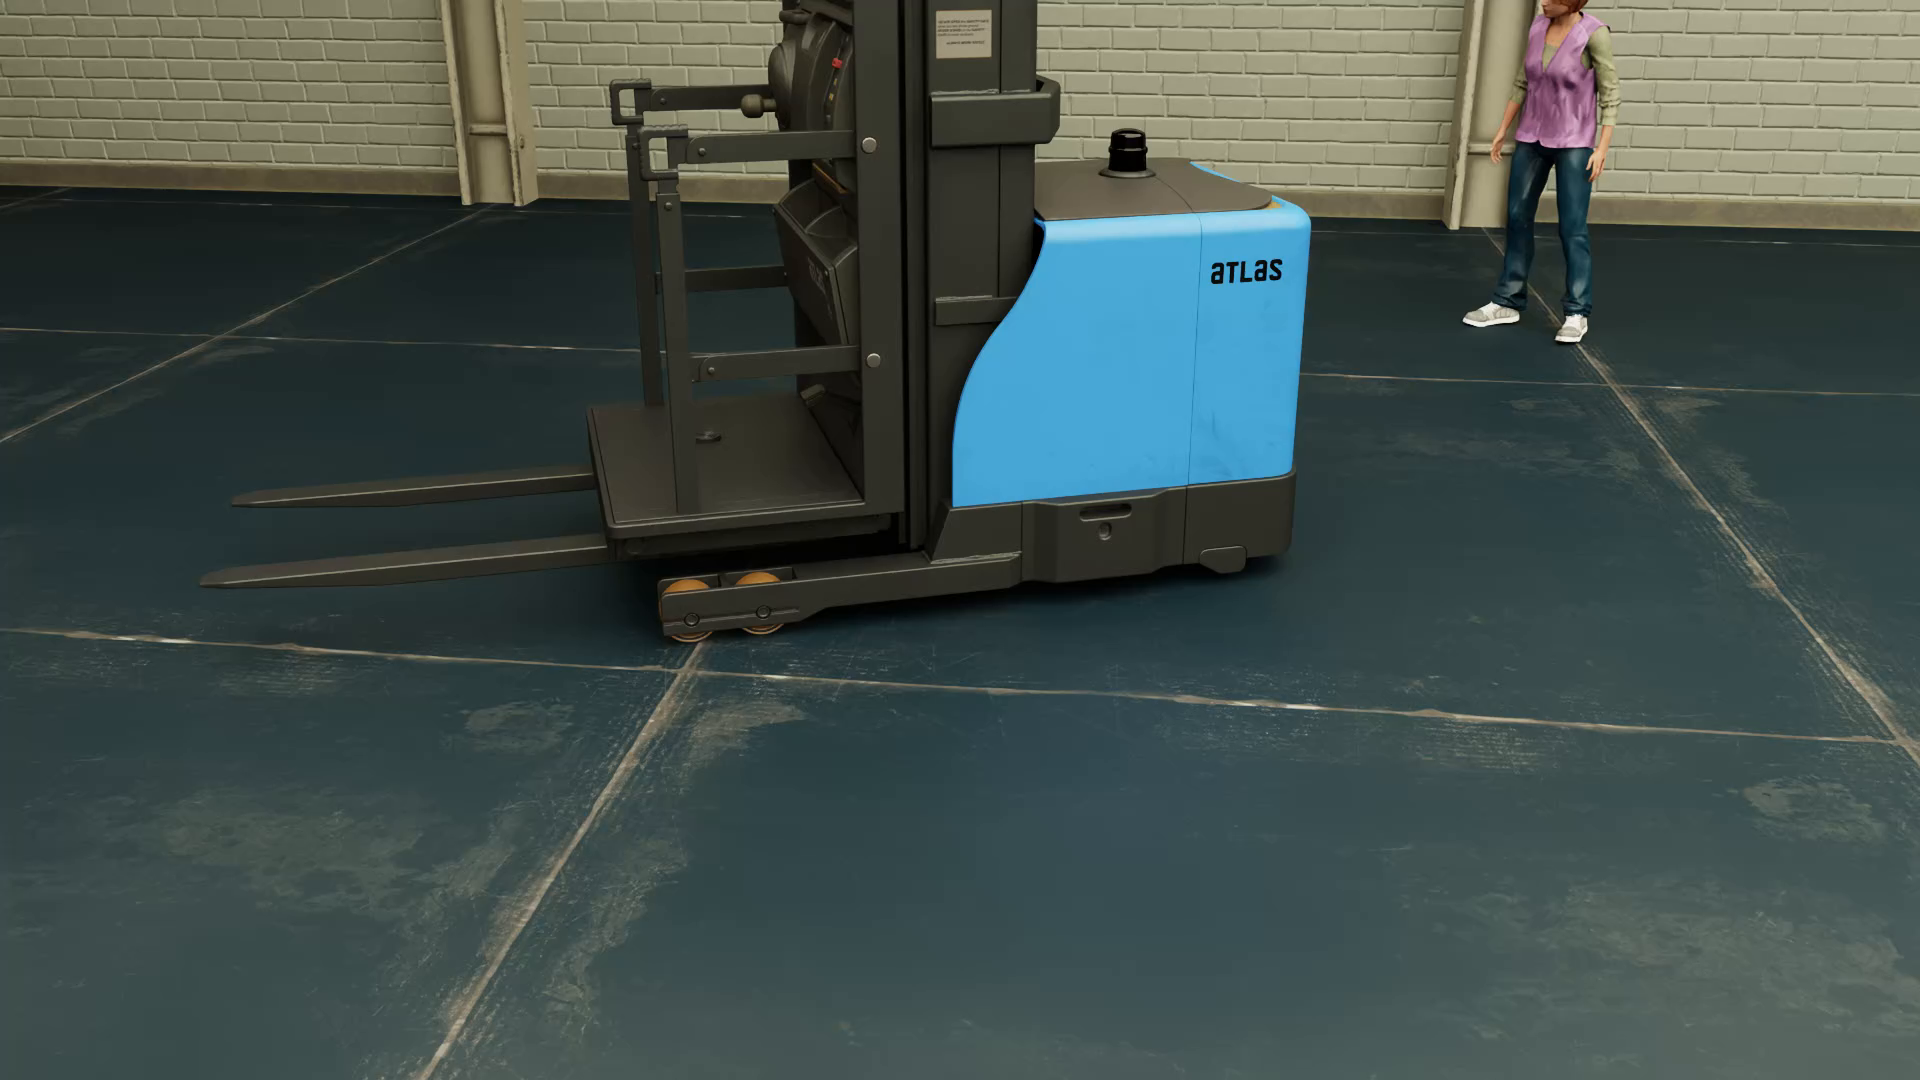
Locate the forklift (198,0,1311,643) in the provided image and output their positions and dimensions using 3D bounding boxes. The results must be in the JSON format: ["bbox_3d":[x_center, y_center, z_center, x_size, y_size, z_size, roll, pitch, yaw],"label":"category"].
[{"bbox_3d":[-0.588,-1.301,4.485,3.031,2.935,1.130,-6,23,-14],"label":"forklift"}]

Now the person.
[{"bbox_3d":[2.598,-1.699,7.270,0.396,1.599,0.576,-16,27,-35],"label":"person"}]
